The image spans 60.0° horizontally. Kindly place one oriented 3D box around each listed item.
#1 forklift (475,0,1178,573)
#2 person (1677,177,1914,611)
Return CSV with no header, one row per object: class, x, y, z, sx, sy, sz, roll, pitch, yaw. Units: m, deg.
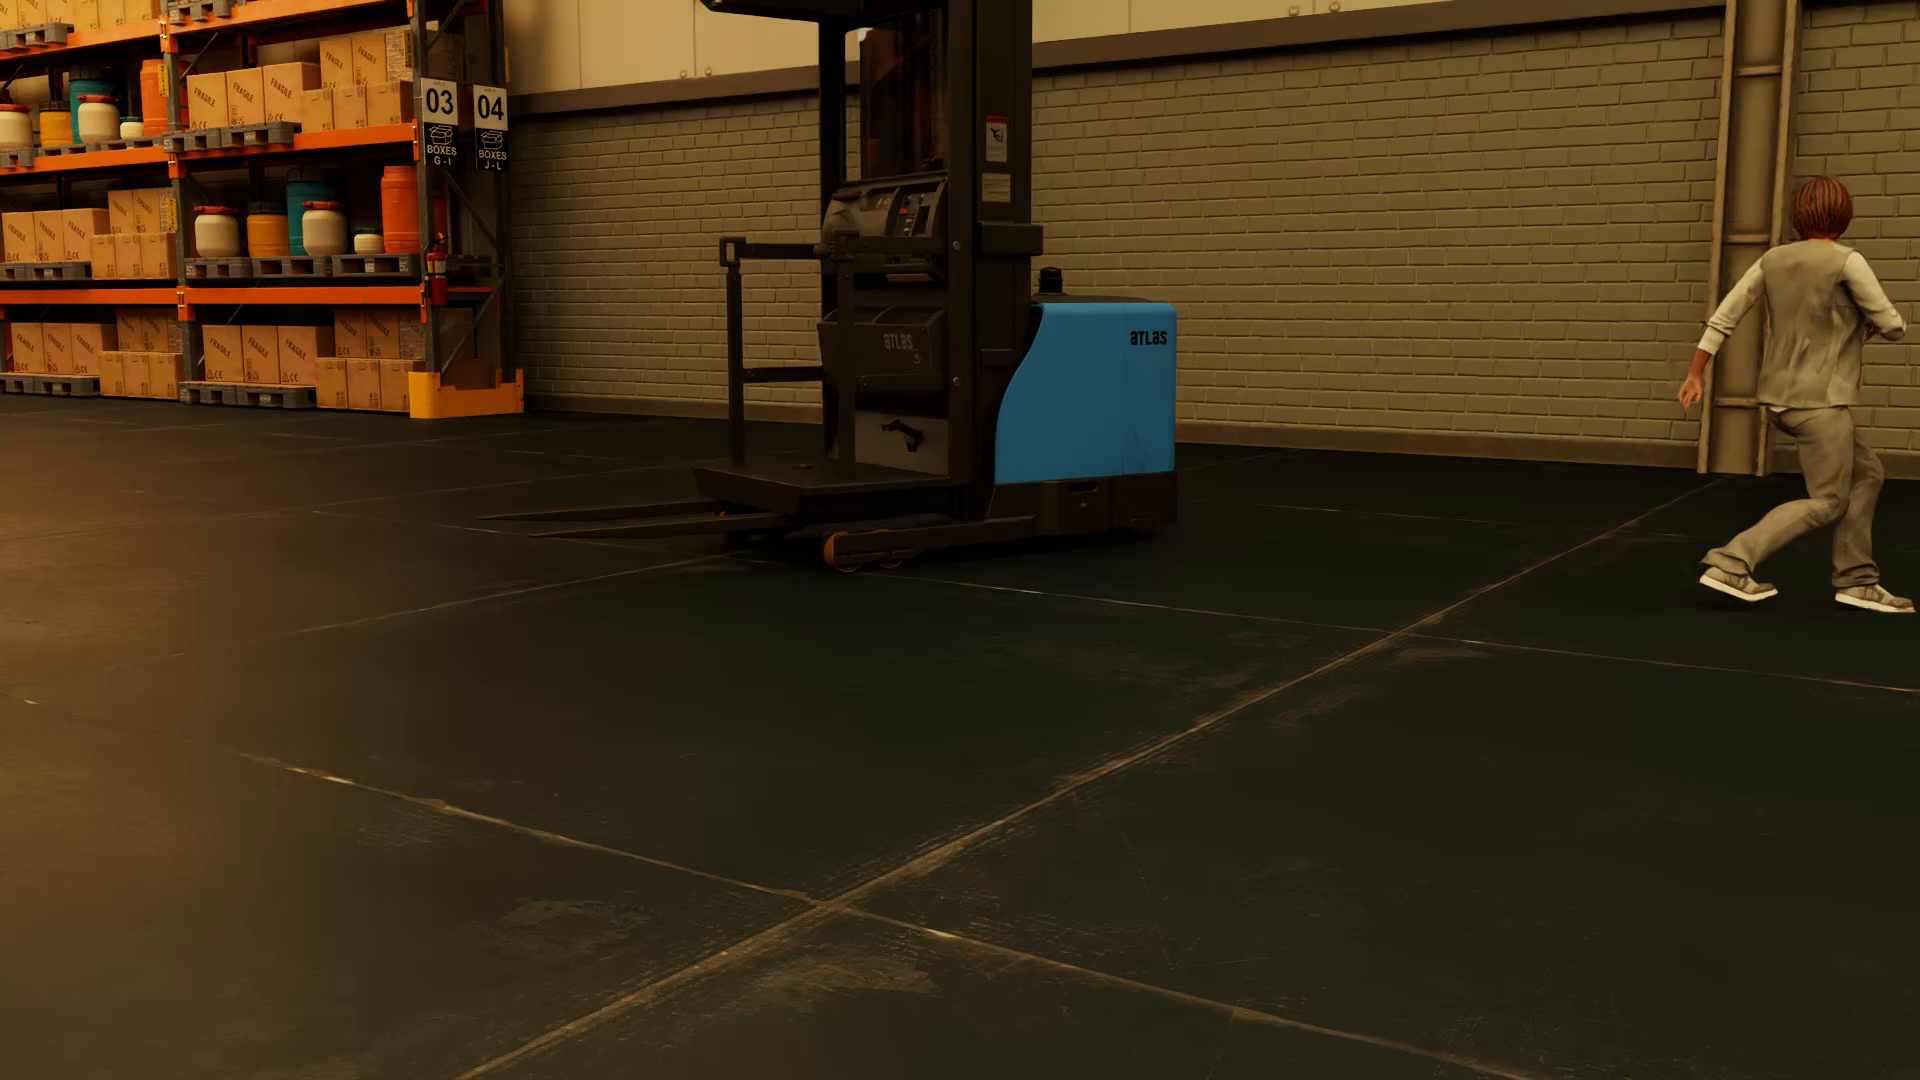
forklift,-0.507,-1.403,7.061,3.031,2.935,1.130,-5,10,-33
person,2.975,-0.494,5.819,0.794,1.520,0.438,-1,8,-4
